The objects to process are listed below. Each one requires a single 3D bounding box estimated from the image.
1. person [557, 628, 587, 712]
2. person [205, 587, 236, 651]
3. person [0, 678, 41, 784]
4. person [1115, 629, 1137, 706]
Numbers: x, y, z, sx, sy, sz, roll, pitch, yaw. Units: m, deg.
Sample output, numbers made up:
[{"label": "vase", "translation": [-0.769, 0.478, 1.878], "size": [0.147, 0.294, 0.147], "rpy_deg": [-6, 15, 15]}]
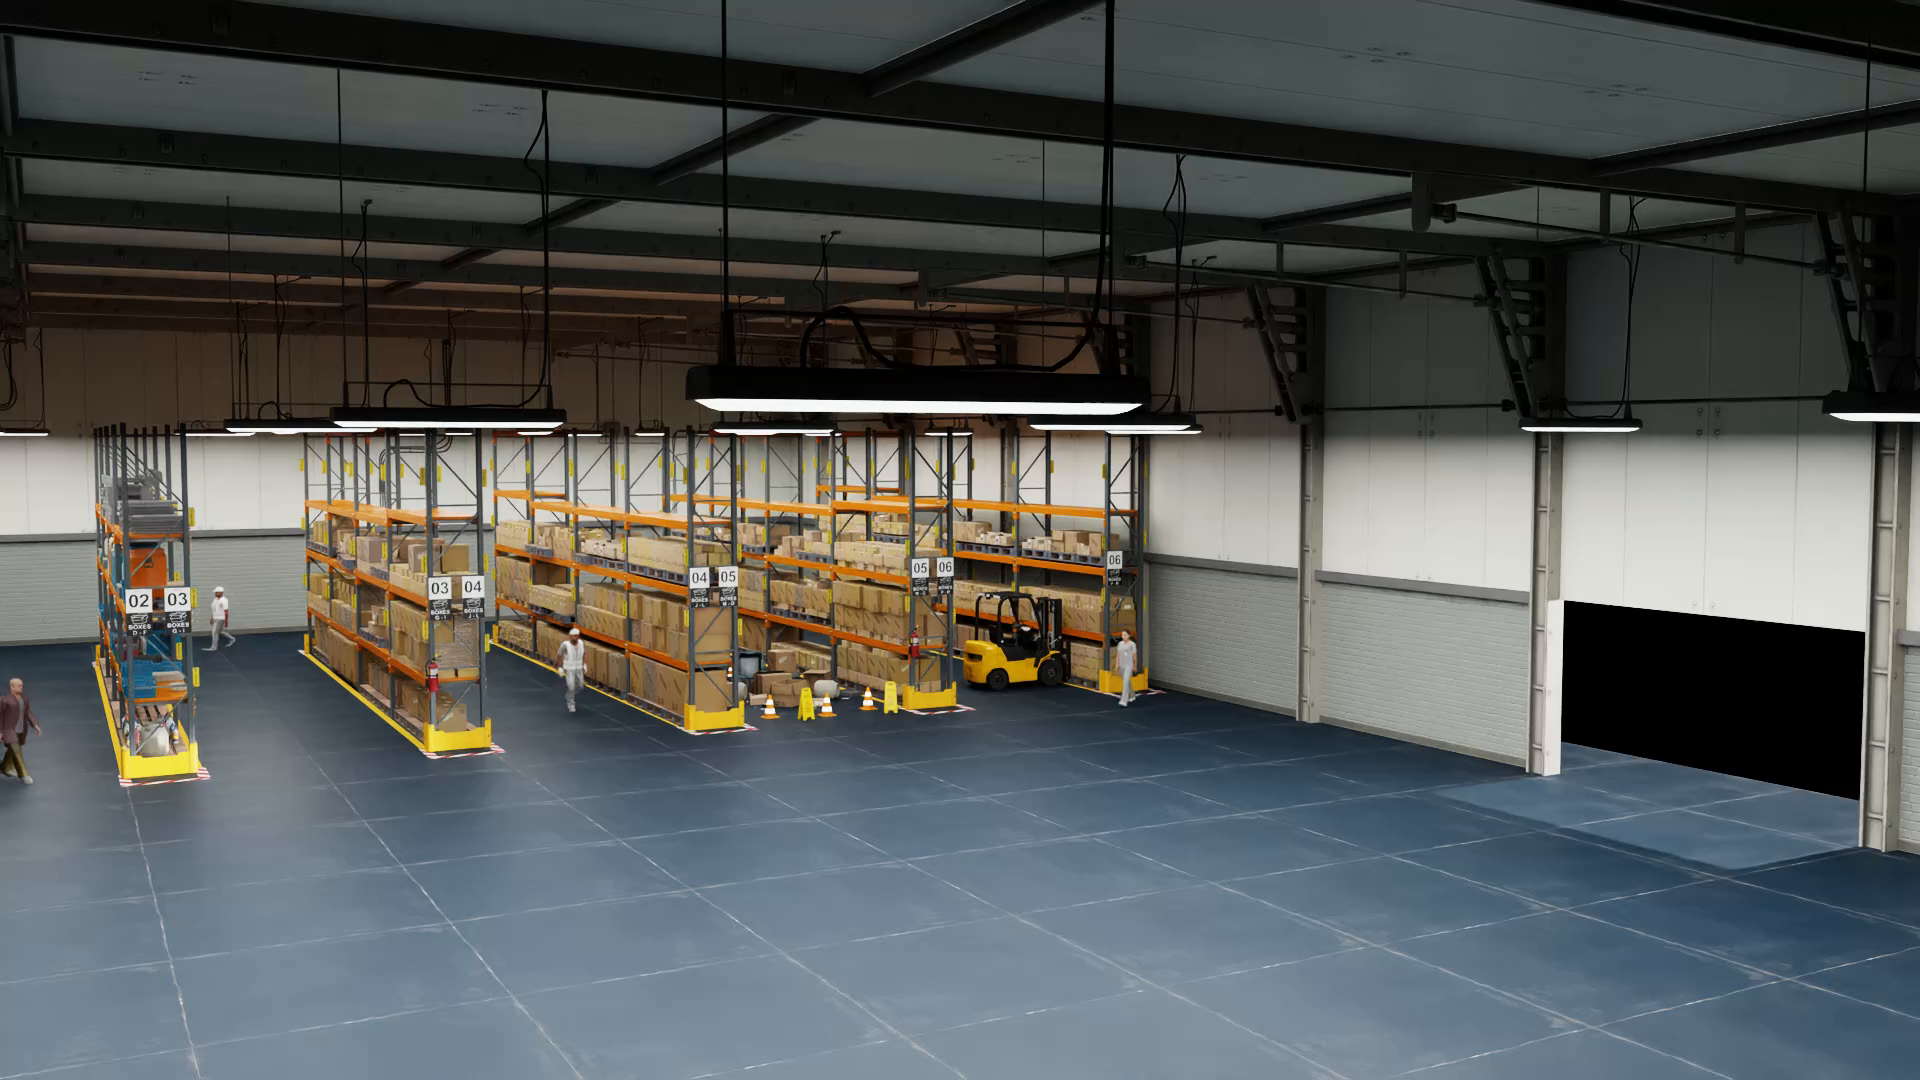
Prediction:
[{"label": "person", "translation": [-8.226, 2.724, 35.123], "size": [0.642, 1.758, 0.703], "rpy_deg": [-3, 5, -43]}, {"label": "person", "translation": [-20.039, 2.129, 45.079], "size": [0.600, 1.748, 0.930], "rpy_deg": [3, 4, 37]}, {"label": "person", "translation": [-15.708, 3.152, 27.684], "size": [1.175, 1.706, 0.678], "rpy_deg": [2, 4, 28]}, {"label": "person", "translation": [3.584, 2.741, 35.855], "size": [0.442, 1.630, 0.868], "rpy_deg": [3, 5, 45]}]
